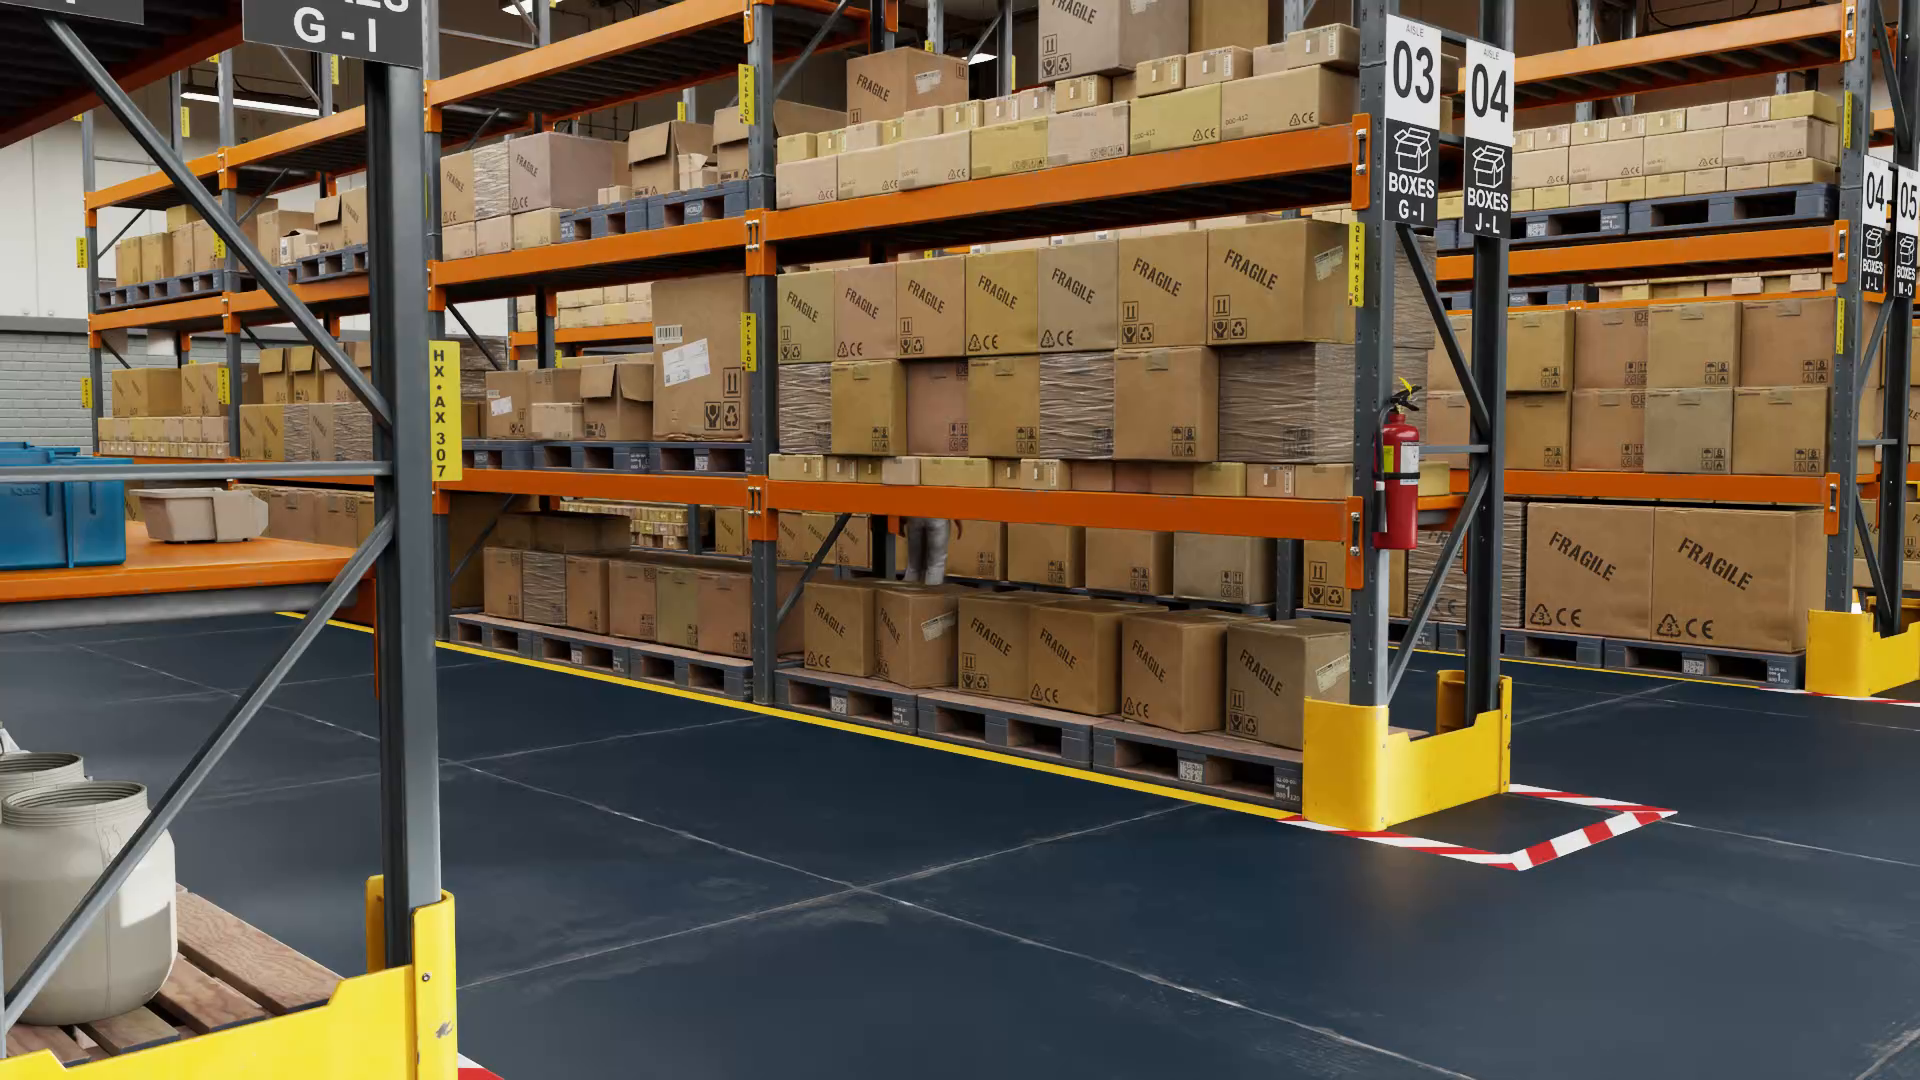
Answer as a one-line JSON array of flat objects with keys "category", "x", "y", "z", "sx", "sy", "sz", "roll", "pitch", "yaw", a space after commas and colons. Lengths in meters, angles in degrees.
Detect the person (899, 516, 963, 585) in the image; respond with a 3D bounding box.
[{"category": "person", "x": -0.223, "y": -0.178, "z": 13.313, "sx": 0.607, "sy": 1.798, "sz": 0.508, "roll": 2, "pitch": 4, "yaw": 26}]
